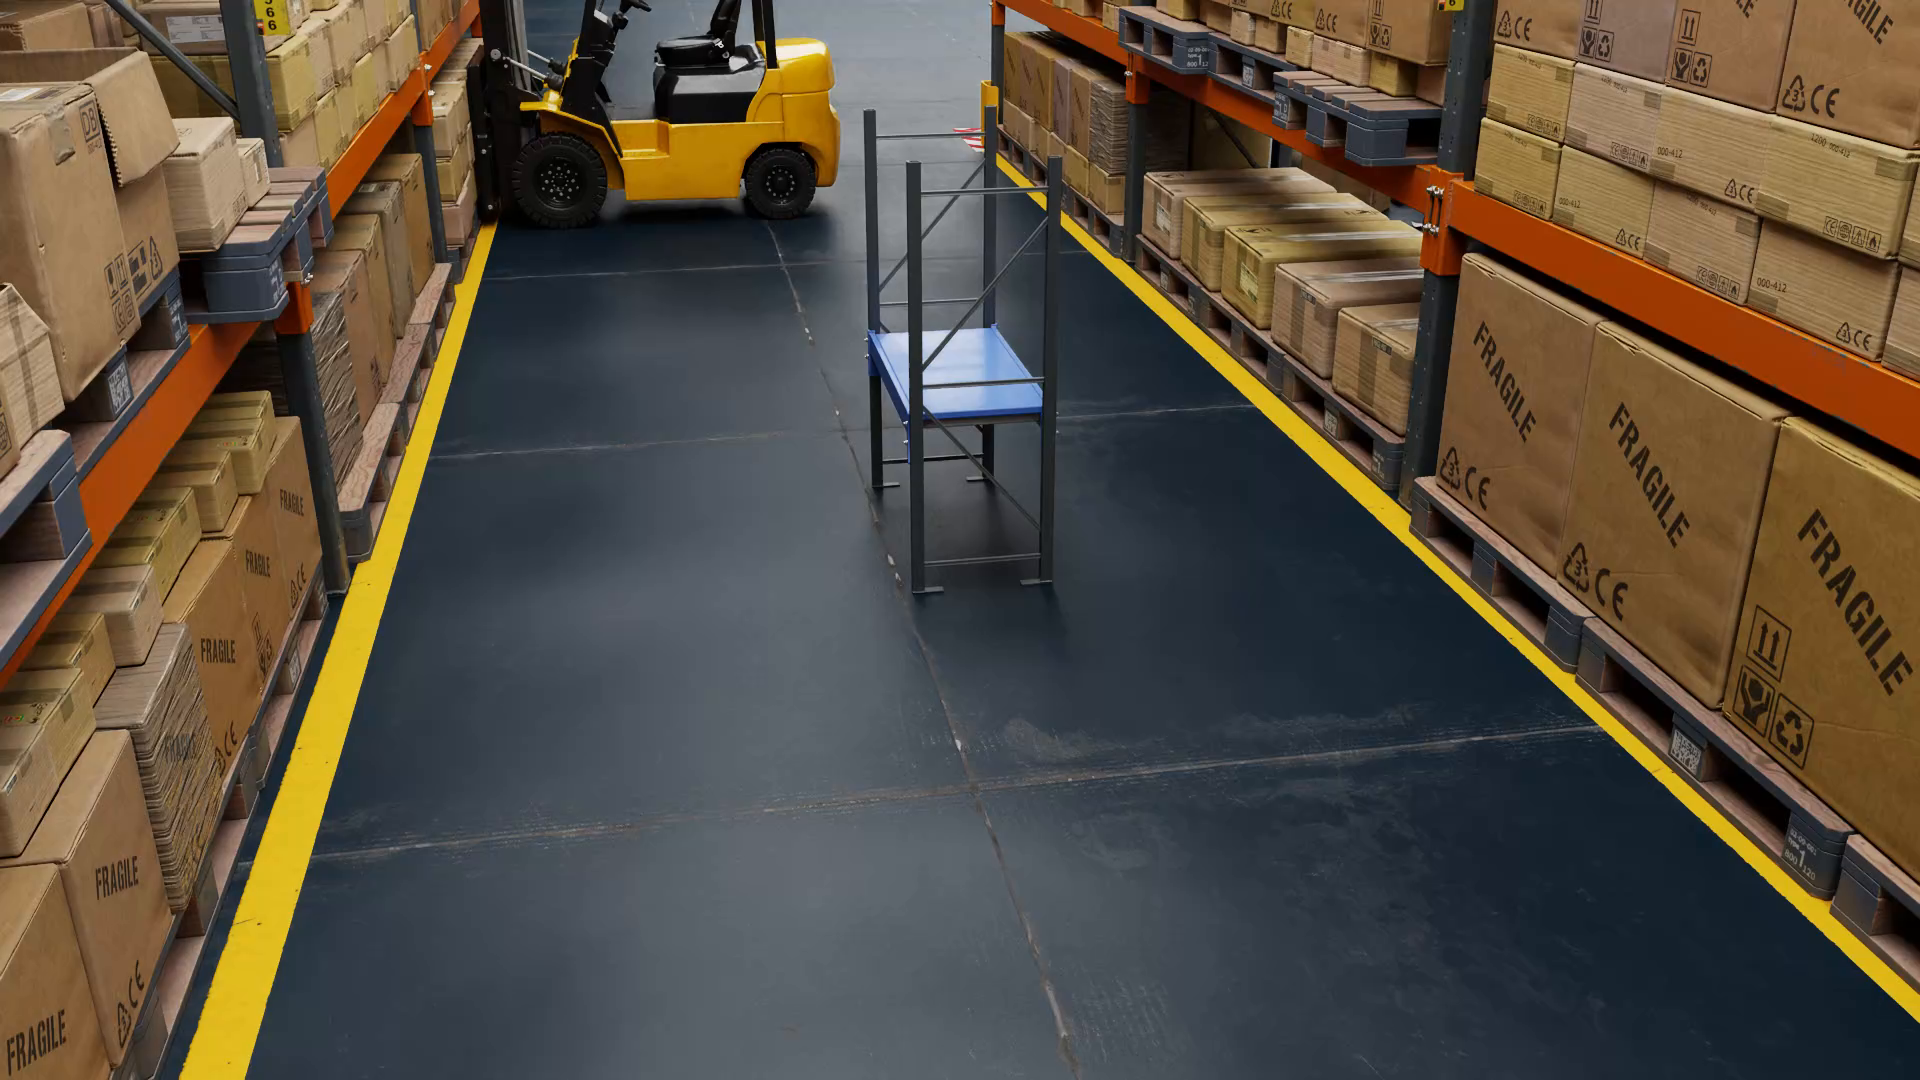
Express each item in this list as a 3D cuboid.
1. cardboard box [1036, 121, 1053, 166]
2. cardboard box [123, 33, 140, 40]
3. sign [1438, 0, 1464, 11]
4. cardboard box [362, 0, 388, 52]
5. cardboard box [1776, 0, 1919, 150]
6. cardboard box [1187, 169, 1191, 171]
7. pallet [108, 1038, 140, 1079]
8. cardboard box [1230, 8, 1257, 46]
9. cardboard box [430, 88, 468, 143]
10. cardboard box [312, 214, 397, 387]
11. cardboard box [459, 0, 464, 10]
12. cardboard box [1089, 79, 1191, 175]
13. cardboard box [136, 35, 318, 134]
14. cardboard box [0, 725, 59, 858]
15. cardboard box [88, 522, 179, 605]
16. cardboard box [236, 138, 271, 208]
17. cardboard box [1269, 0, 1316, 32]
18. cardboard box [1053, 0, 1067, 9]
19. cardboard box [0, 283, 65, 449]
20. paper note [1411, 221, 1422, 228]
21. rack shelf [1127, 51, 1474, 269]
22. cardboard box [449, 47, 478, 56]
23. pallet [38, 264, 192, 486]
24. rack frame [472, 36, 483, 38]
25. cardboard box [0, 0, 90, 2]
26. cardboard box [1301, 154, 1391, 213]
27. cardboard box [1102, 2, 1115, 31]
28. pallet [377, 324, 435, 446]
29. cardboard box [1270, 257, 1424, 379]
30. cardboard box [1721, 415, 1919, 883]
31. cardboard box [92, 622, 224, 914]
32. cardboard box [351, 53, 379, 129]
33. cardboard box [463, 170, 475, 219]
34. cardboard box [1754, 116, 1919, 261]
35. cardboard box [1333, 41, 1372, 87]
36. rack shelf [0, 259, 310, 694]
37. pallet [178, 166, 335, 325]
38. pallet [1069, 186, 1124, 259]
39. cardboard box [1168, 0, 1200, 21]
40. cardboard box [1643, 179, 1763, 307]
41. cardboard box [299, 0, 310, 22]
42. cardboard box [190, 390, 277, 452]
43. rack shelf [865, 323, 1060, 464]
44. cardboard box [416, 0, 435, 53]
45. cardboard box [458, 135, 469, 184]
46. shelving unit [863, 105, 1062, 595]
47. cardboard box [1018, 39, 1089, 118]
[{"bbox_3d":[0.833,-2.860,11.962,0.500,0.250,0.500,-3,24,-6],"label":"cardboard box"},{"bbox_3d":[-3.096,-1.683,5.918,0.500,0.250,0.500,-4,24,-9],"label":"cardboard box"},{"bbox_3d":[1.703,-1.984,5.698,0.100,0.325,0.005,-4,24,-10],"label":"sign"},{"bbox_3d":[-2.850,-2.321,7.380,0.500,0.250,0.500,-4,24,-9],"label":"cardboard box"},{"bbox_3d":[2.357,-1.228,3.940,0.500,0.500,0.500,-4,24,-9],"label":"cardboard box"},{"bbox_3d":[1.651,-2.292,10.660,0.500,0.250,0.500,-5,24,-12],"label":"cardboard box"},{"bbox_3d":[-2.091,1.369,2.852,1.003,0.211,1.213,-4,24,-10],"label":"pallet"},{"bbox_3d":[1.500,-2.429,7.853,0.380,0.149,0.250,-3,24,-8],"label":"cardboard box"},{"bbox_3d":[-3.249,-2.544,9.990,0.500,0.250,0.500,-4,24,-10],"label":"cardboard box"},{"bbox_3d":[-2.998,-1.037,7.319,0.875,0.625,0.625,-5,24,-12],"label":"cardboard box"},{"bbox_3d":[-3.591,-3.777,11.026,0.500,0.500,0.500,-5,24,-11],"label":"cardboard box"},{"bbox_3d":[1.121,-2.596,10.420,0.500,0.500,0.500,-5,24,-10],"label":"cardboard box"},{"bbox_3d":[-2.461,-1.520,5.545,0.500,0.250,0.500,-4,24,-10],"label":"cardboard box"},{"bbox_3d":[-1.968,0.492,3.164,0.380,0.149,0.250,-4,24,-10],"label":"cardboard box"},{"bbox_3d":[-2.166,0.083,4.099,0.380,0.149,0.250,-5,24,-11],"label":"cardboard box"},{"bbox_3d":[-2.145,-1.012,4.610,0.380,0.149,0.250,-4,24,-9],"label":"cardboard box"},{"bbox_3d":[1.676,-2.468,7.131,0.500,0.500,0.500,-6,24,-13],"label":"cardboard box"},{"bbox_3d":[0.843,-3.697,11.281,0.380,0.149,0.250,-4,24,-9],"label":"cardboard box"},{"bbox_3d":[-1.783,-0.298,2.827,0.396,0.266,0.258,-3,24,-7],"label":"cardboard box"},{"bbox_3d":[3.073,-2.081,10.978,0.148,0.019,0.142,-4,24,-10],"label":"paper note"},{"bbox_3d":[1.864,-1.991,7.960,1.077,0.370,4.000,-4,24,-10],"label":"rack shelf"},{"bbox_3d":[-3.631,-3.344,11.820,0.500,0.250,0.500,-4,24,-9],"label":"cardboard box"},{"bbox_3d":[-2.279,-0.313,3.458,1.003,0.211,1.213,-4,24,-10],"label":"pallet"},{"bbox_3d":[-4.122,-4.312,12.375,1.000,3.000,0.127,-4,24,-10],"label":"rack frame"},{"bbox_3d":[-3.060,-1.716,5.496,0.380,0.149,0.250,-4,24,-8],"label":"cardboard box"},{"bbox_3d":[2.634,-2.485,11.312,0.500,0.500,0.500,13,27,27],"label":"cardboard box"},{"bbox_3d":[1.083,-3.194,10.128,0.380,0.149,0.250,-4,24,-9],"label":"cardboard box"},{"bbox_3d":[-2.979,-0.693,7.573,1.003,0.211,1.213,-4,24,-10],"label":"pallet"},{"bbox_3d":[1.995,-1.035,7.630,0.950,0.372,0.625,-5,24,-11],"label":"cardboard box"},{"bbox_3d":[2.606,0.228,4.110,0.875,0.875,0.875,-4,24,-8],"label":"cardboard box"},{"bbox_3d":[-2.058,0.545,3.854,0.500,0.500,0.500,-5,24,-12],"label":"cardboard box"},{"bbox_3d":[-2.770,-1.893,7.025,0.500,0.250,0.500,-4,24,-8],"label":"cardboard box"},{"bbox_3d":[-3.256,-2.084,10.185,0.500,0.250,0.500,-5,24,-11],"label":"cardboard box"},{"bbox_3d":[2.341,-0.876,4.071,0.500,0.250,0.500,-4,24,-9],"label":"cardboard box"},{"bbox_3d":[1.731,-1.919,6.685,0.380,0.149,0.250,-5,24,-10],"label":"cardboard box"},{"bbox_3d":[-2.273,-0.049,3.513,1.077,0.370,4.000,-4,24,-10],"label":"rack shelf"},{"bbox_3d":[-2.449,-0.816,4.610,1.213,0.211,1.003,-4,24,-10],"label":"pallet"},{"bbox_3d":[1.336,-2.091,10.774,1.003,0.211,1.213,-4,24,-10],"label":"pallet"},{"bbox_3d":[1.324,-2.845,8.805,0.380,0.149,0.250,-4,24,-9],"label":"cardboard box"},{"bbox_3d":[2.281,-0.847,4.628,0.500,0.250,0.500,-4,24,-8],"label":"cardboard box"},{"bbox_3d":[-2.597,-1.961,6.058,0.380,0.149,0.250,-4,24,-9],"label":"cardboard box"},{"bbox_3d":[-2.303,-0.334,5.055,0.380,0.149,0.250,-5,24,-12],"label":"cardboard box"},{"bbox_3d":[-0.016,-0.556,6.099,0.538,0.185,1.000,-4,24,-10],"label":"rack shelf"},{"bbox_3d":[-3.208,-2.978,9.196,0.500,0.500,0.500,-5,24,-11],"label":"cardboard box"},{"bbox_3d":[-3.264,-2.311,10.080,0.500,0.250,0.500,-4,24,-10],"label":"cardboard box"},{"bbox_3d":[-0.016,-0.721,6.027,0.538,1.500,1.048,-4,24,-10],"label":"shelving unit"},{"bbox_3d":[0.738,-3.404,12.271,0.500,0.500,0.500,-5,24,-12],"label":"cardboard box"}]
